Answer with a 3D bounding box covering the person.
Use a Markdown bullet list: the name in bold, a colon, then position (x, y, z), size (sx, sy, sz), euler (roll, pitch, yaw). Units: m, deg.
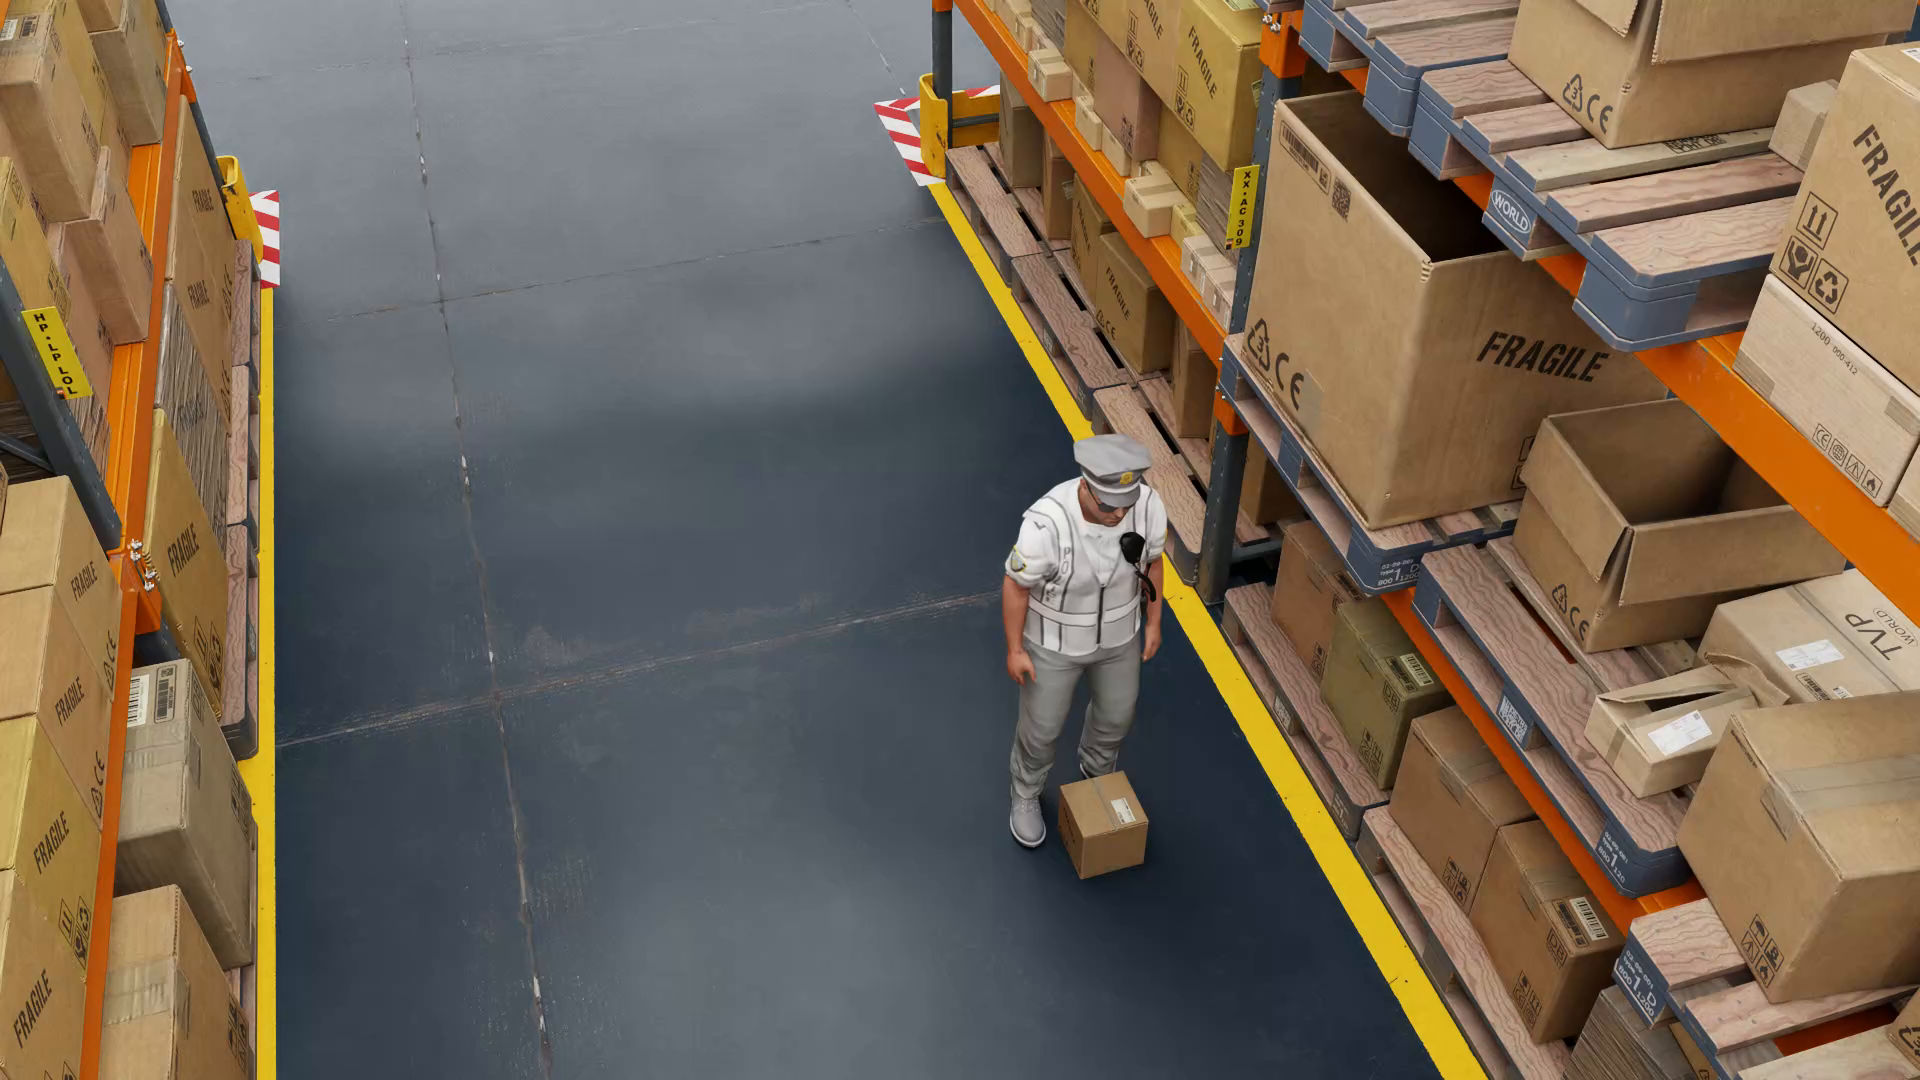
- **person**: position (0.428, 0.316, 5.803), size (0.585, 1.747, 0.439), euler (-12, 43, -13)
